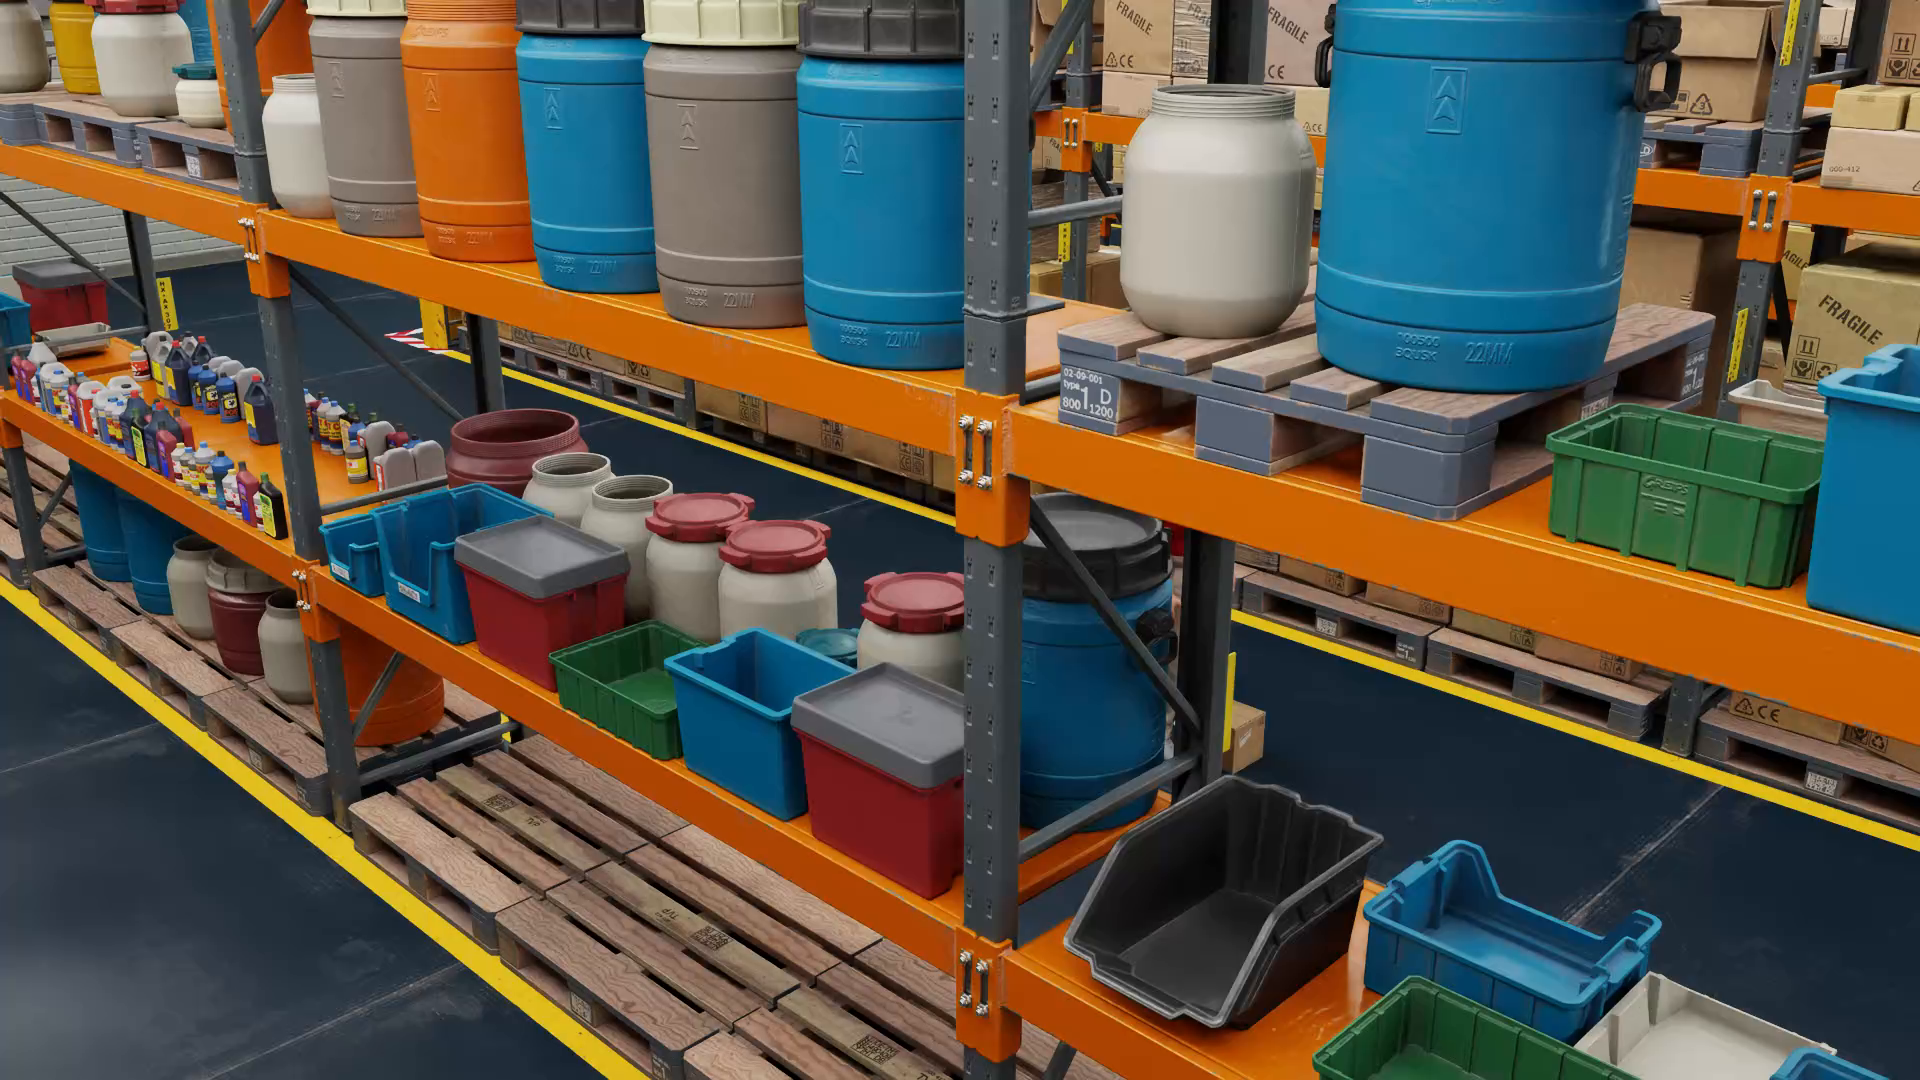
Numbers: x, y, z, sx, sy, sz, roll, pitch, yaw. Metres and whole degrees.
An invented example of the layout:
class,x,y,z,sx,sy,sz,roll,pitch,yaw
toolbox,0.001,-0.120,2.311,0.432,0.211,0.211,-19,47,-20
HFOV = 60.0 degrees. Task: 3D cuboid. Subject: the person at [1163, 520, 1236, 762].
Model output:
class,x,y,z,sx,sy,sz,roll,pitch,yaw
person,1.131,0.203,8.054,0.387,1.726,0.592,18,27,40
